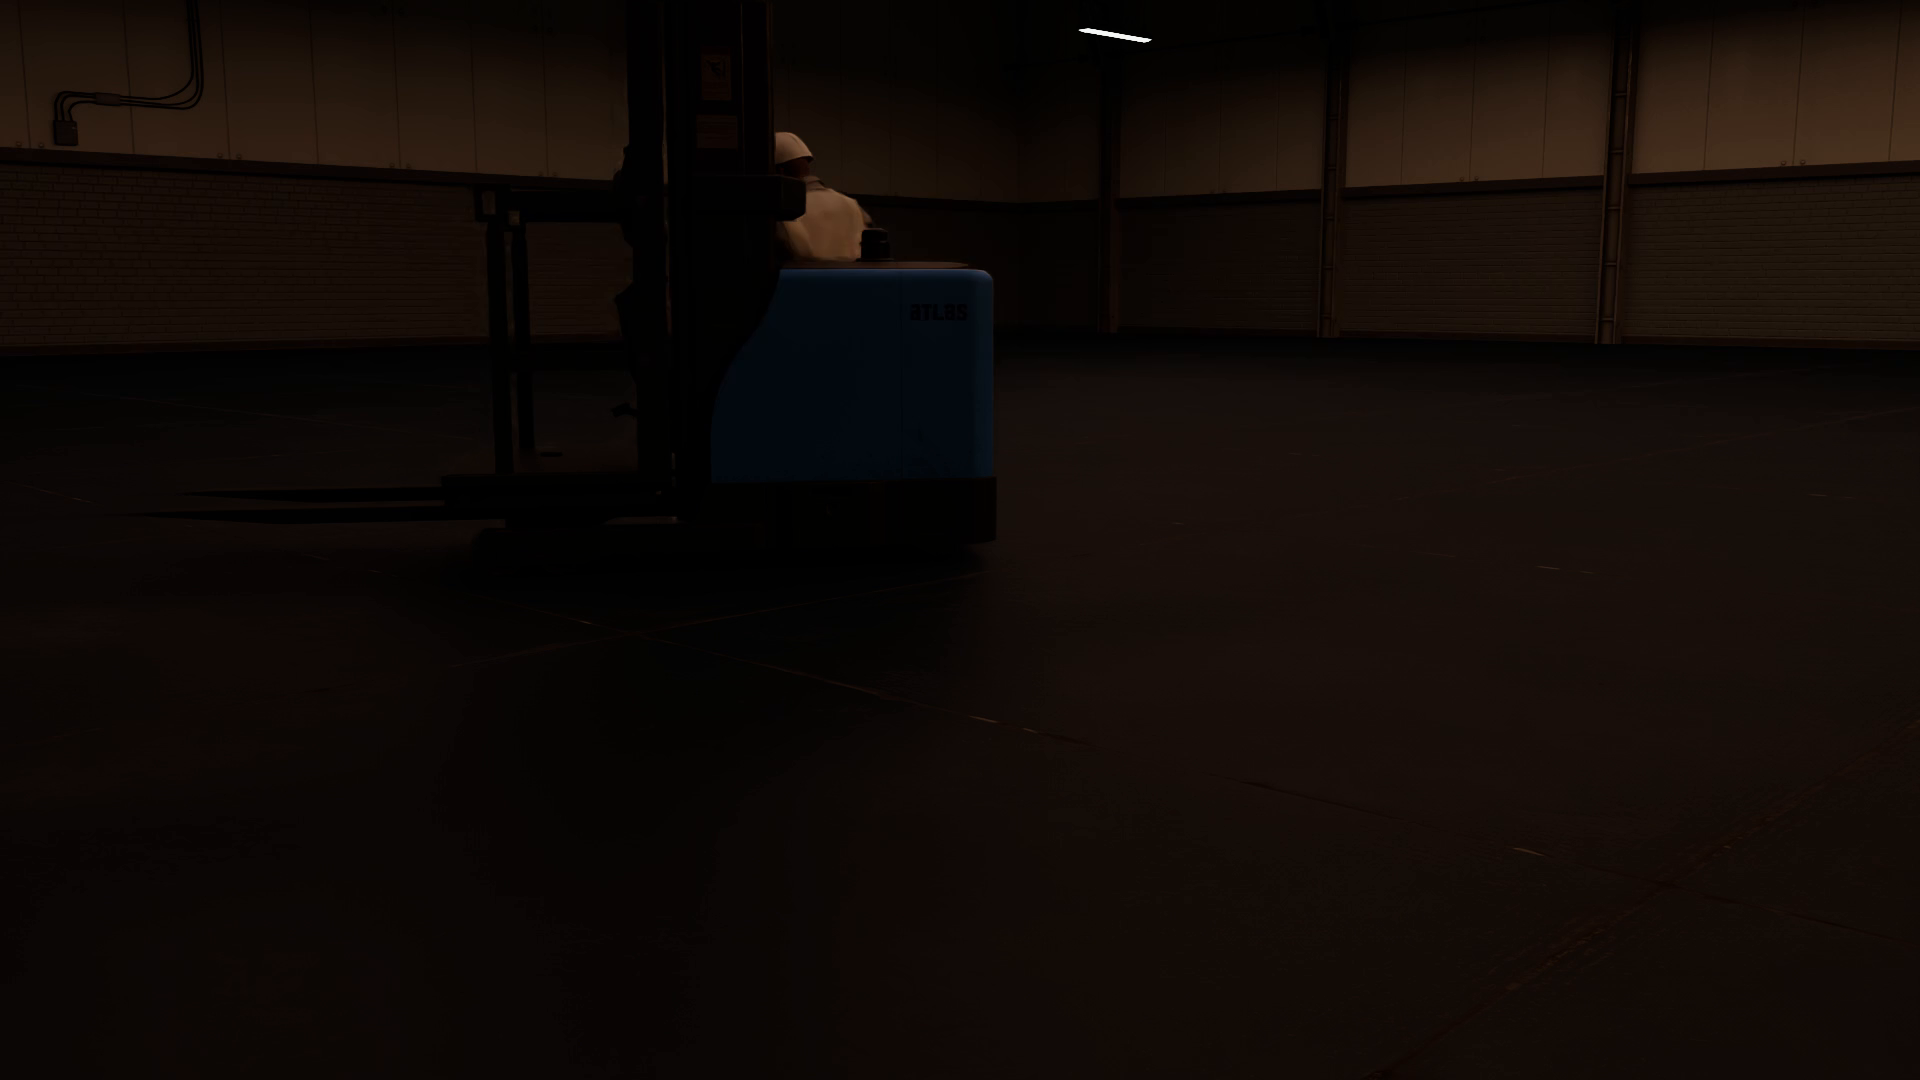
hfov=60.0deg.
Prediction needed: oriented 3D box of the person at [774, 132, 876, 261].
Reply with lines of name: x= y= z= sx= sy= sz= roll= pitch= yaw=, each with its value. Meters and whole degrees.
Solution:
person: x=-0.746 y=-0.904 z=7.154 sx=0.875 sy=1.644 sz=0.918 roll=-6 pitch=11 yaw=-36

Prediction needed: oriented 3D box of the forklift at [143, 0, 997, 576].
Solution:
forklift: x=-1.429 y=-1.408 z=6.221 sx=3.031 sy=2.935 sz=1.130 roll=-2 pitch=9 yaw=-10
